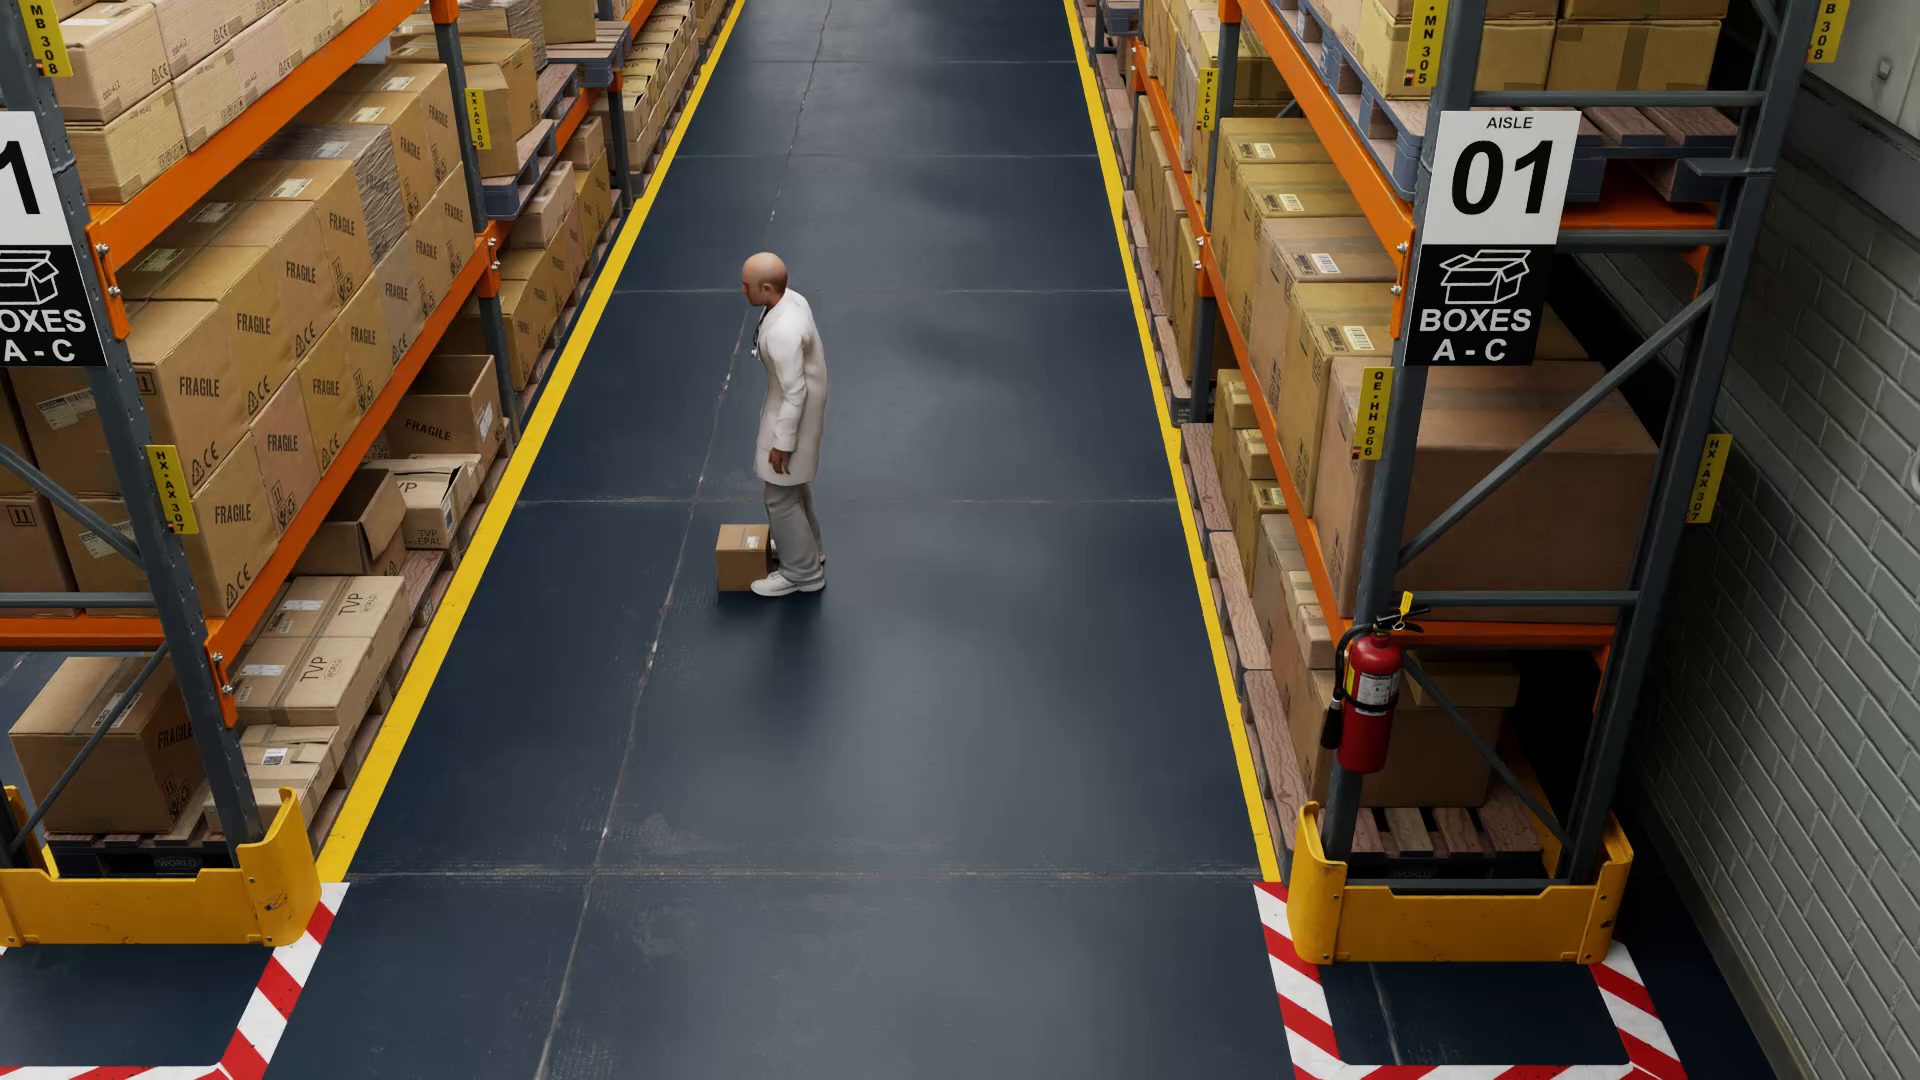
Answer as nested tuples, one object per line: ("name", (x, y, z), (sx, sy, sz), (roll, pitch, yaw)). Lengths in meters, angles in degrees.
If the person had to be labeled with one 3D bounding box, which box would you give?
("person", (-0.850, -0.566, 8.087), (0.428, 1.772, 0.641), (-1, 31, -2))
